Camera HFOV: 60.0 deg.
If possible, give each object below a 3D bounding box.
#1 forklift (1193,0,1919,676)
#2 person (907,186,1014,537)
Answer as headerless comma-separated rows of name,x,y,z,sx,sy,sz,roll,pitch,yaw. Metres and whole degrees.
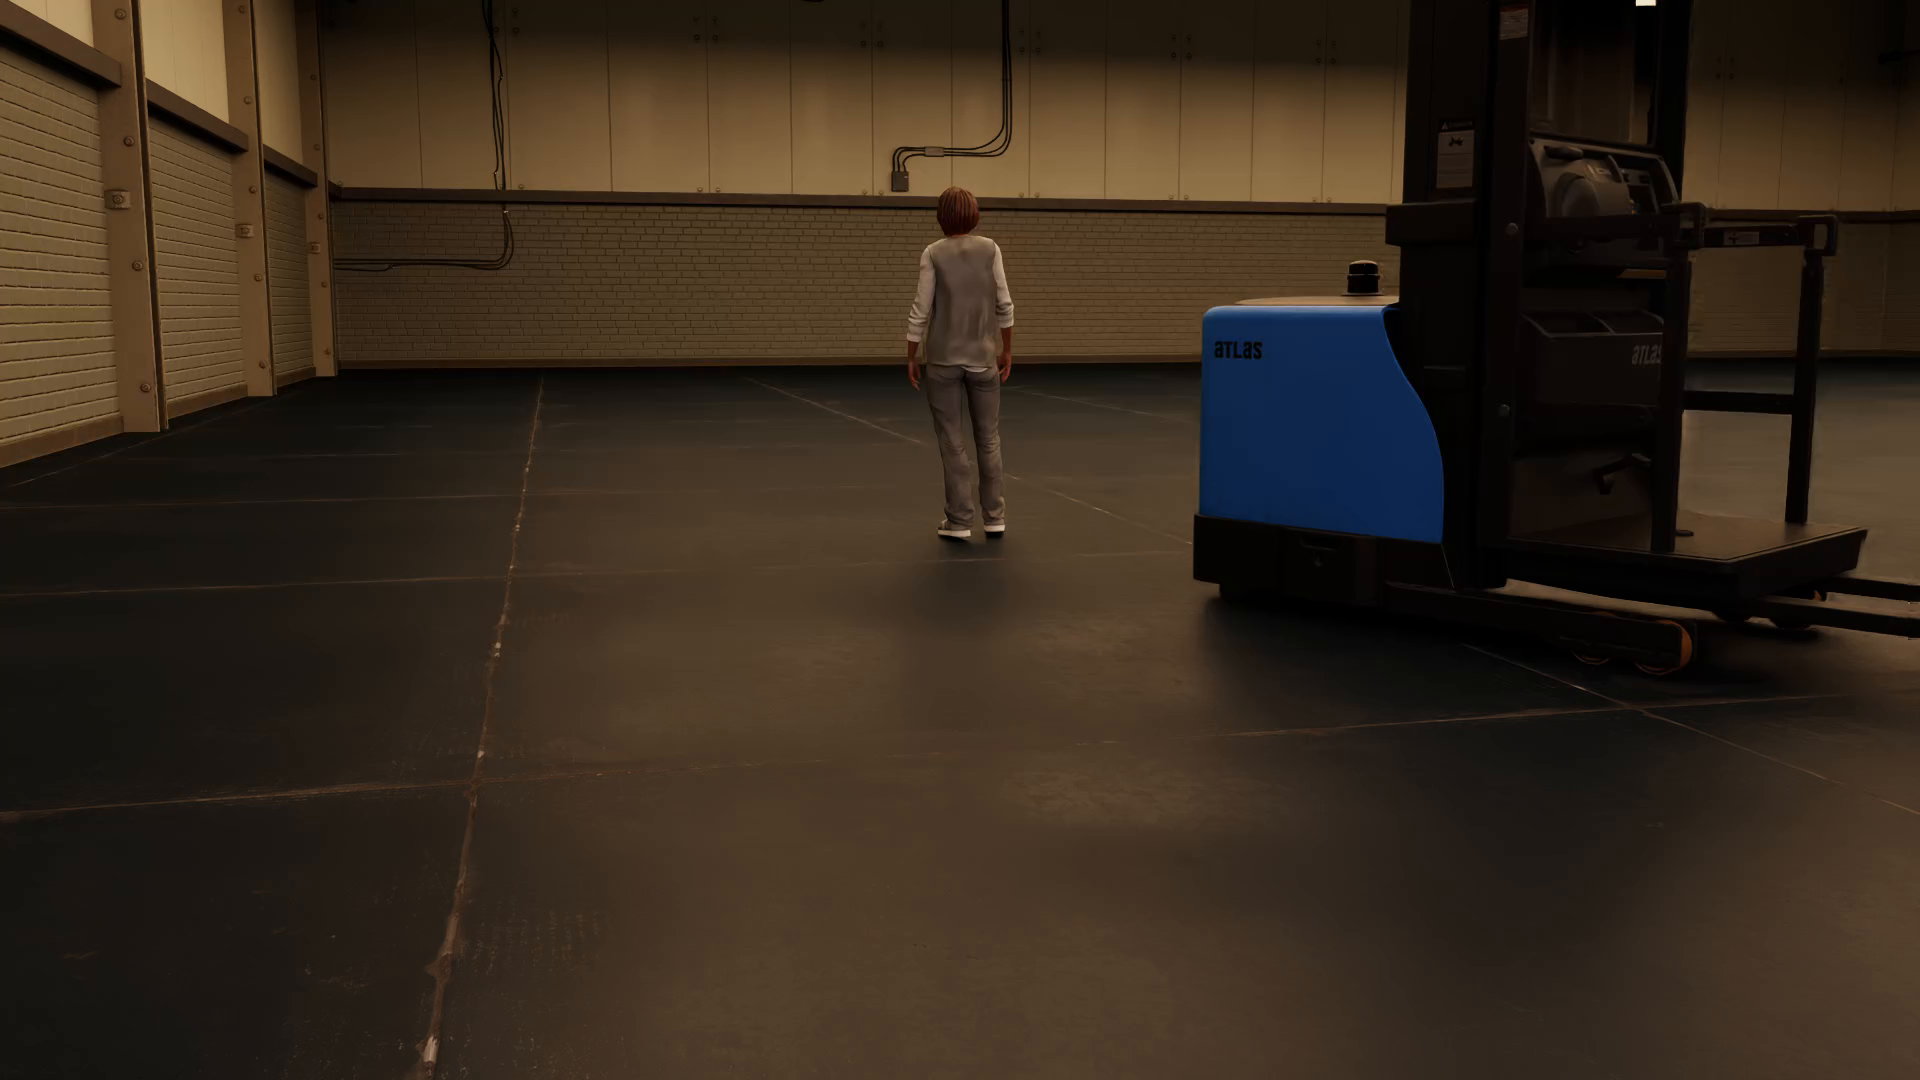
forklift,2.236,-1.134,5.235,1.130,2.935,3.031,-7,11,-42
person,-0.004,-0.808,7.671,0.521,1.599,0.473,-2,8,-13
